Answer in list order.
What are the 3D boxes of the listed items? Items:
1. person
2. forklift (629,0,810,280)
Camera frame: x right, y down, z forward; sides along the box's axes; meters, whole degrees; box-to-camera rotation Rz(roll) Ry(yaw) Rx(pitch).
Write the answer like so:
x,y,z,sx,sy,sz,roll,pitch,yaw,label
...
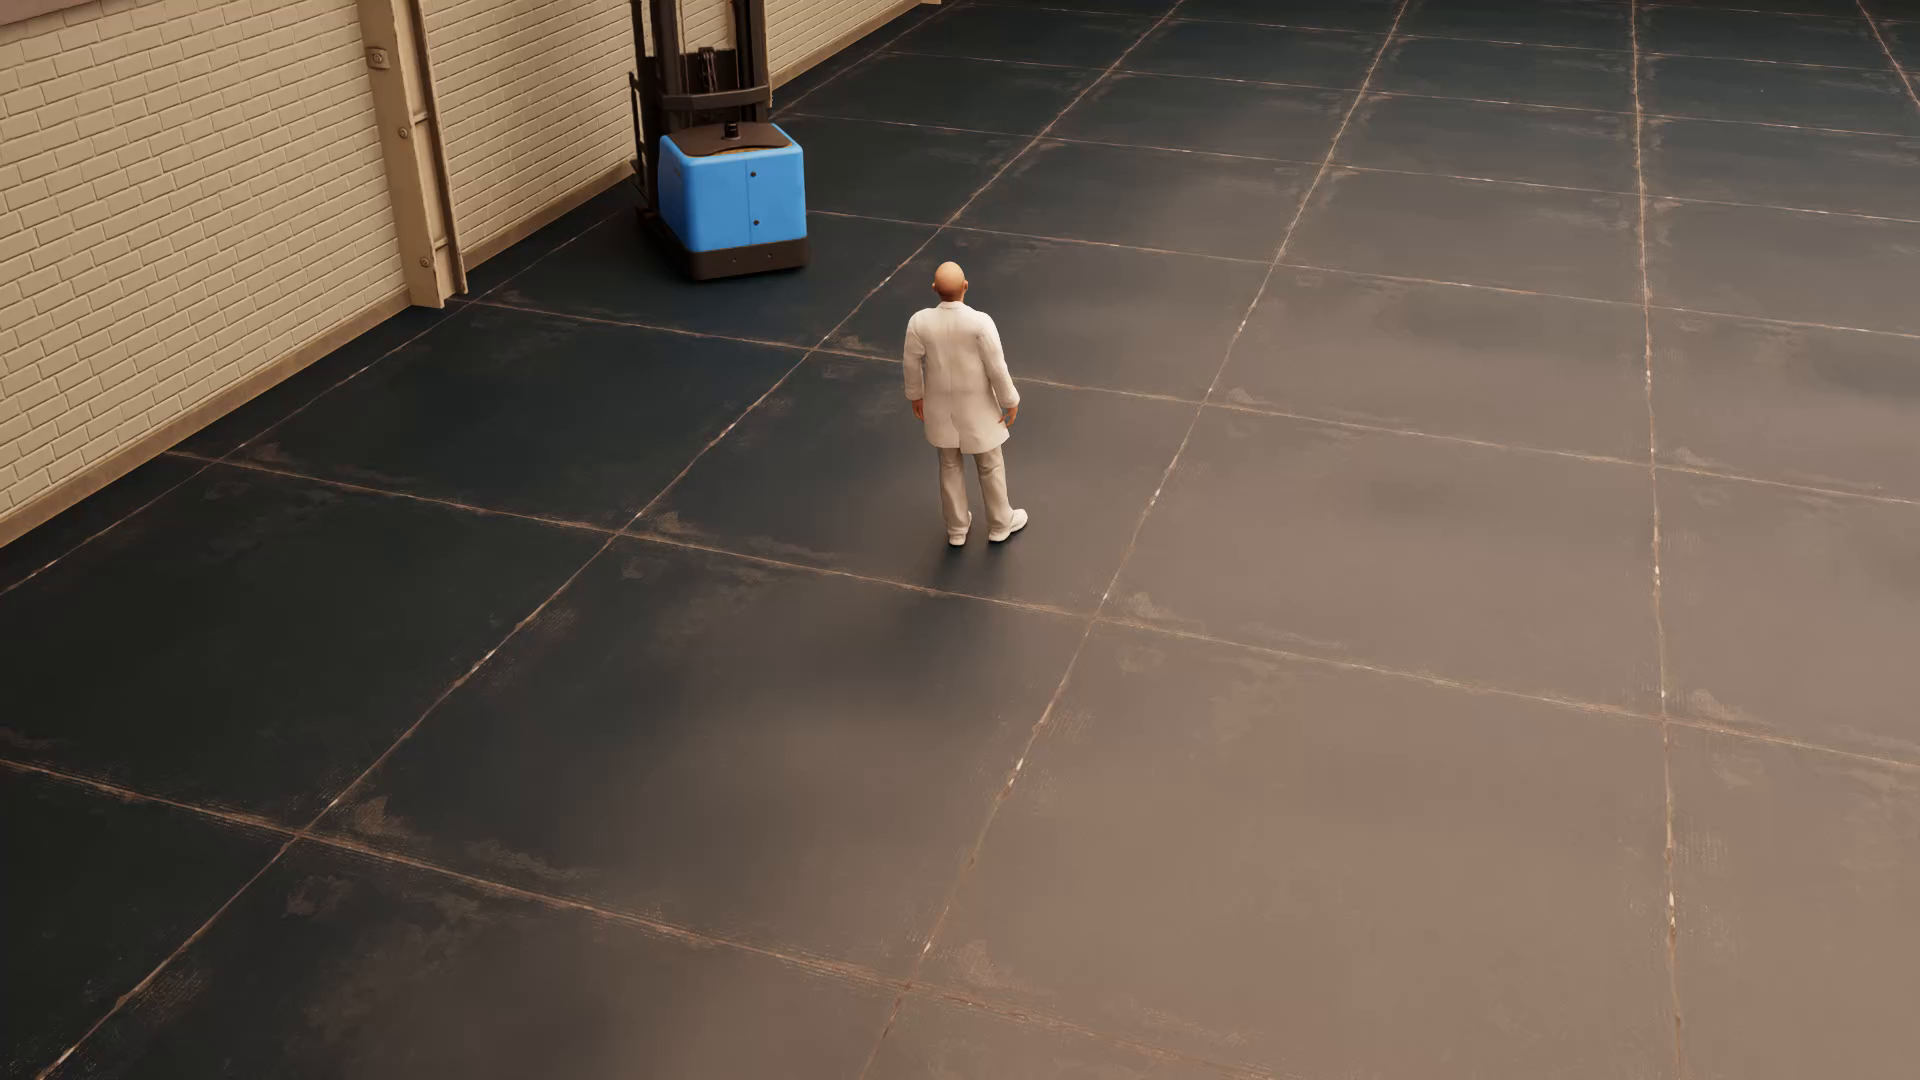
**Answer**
x,y,z,sx,sy,sz,roll,pitch,yaw,label
0.033,-0.821,9.726,0.698,1.778,0.578,10,31,16,person
-2.303,-4.130,14.381,1.130,2.935,3.031,-12,32,-19,forklift
